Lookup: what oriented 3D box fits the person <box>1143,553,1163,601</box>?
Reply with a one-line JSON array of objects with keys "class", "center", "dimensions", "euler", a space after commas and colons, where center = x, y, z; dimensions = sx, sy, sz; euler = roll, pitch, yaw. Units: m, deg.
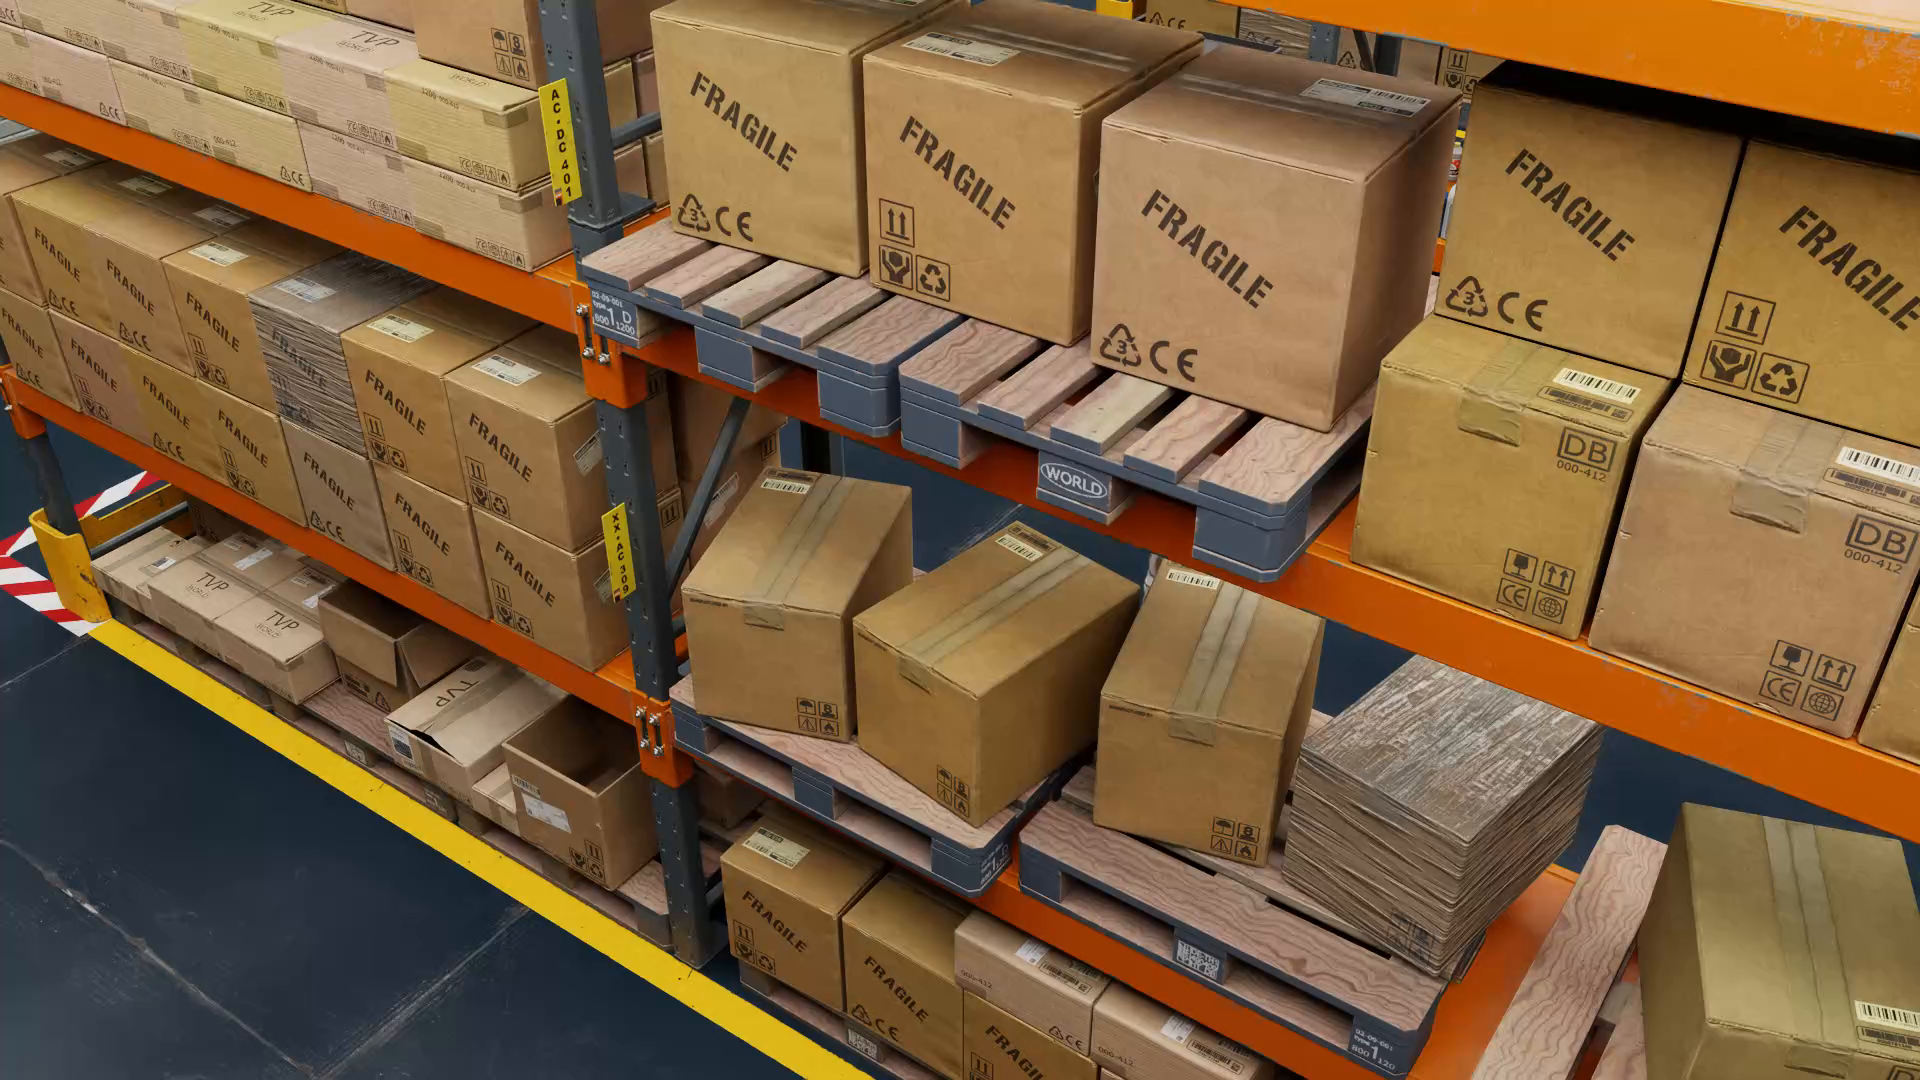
[{"class": "person", "center": [0.946, 0.305, 6.707], "dimensions": [0.399, 1.657, 0.512], "euler": [21, 40, 28]}]
